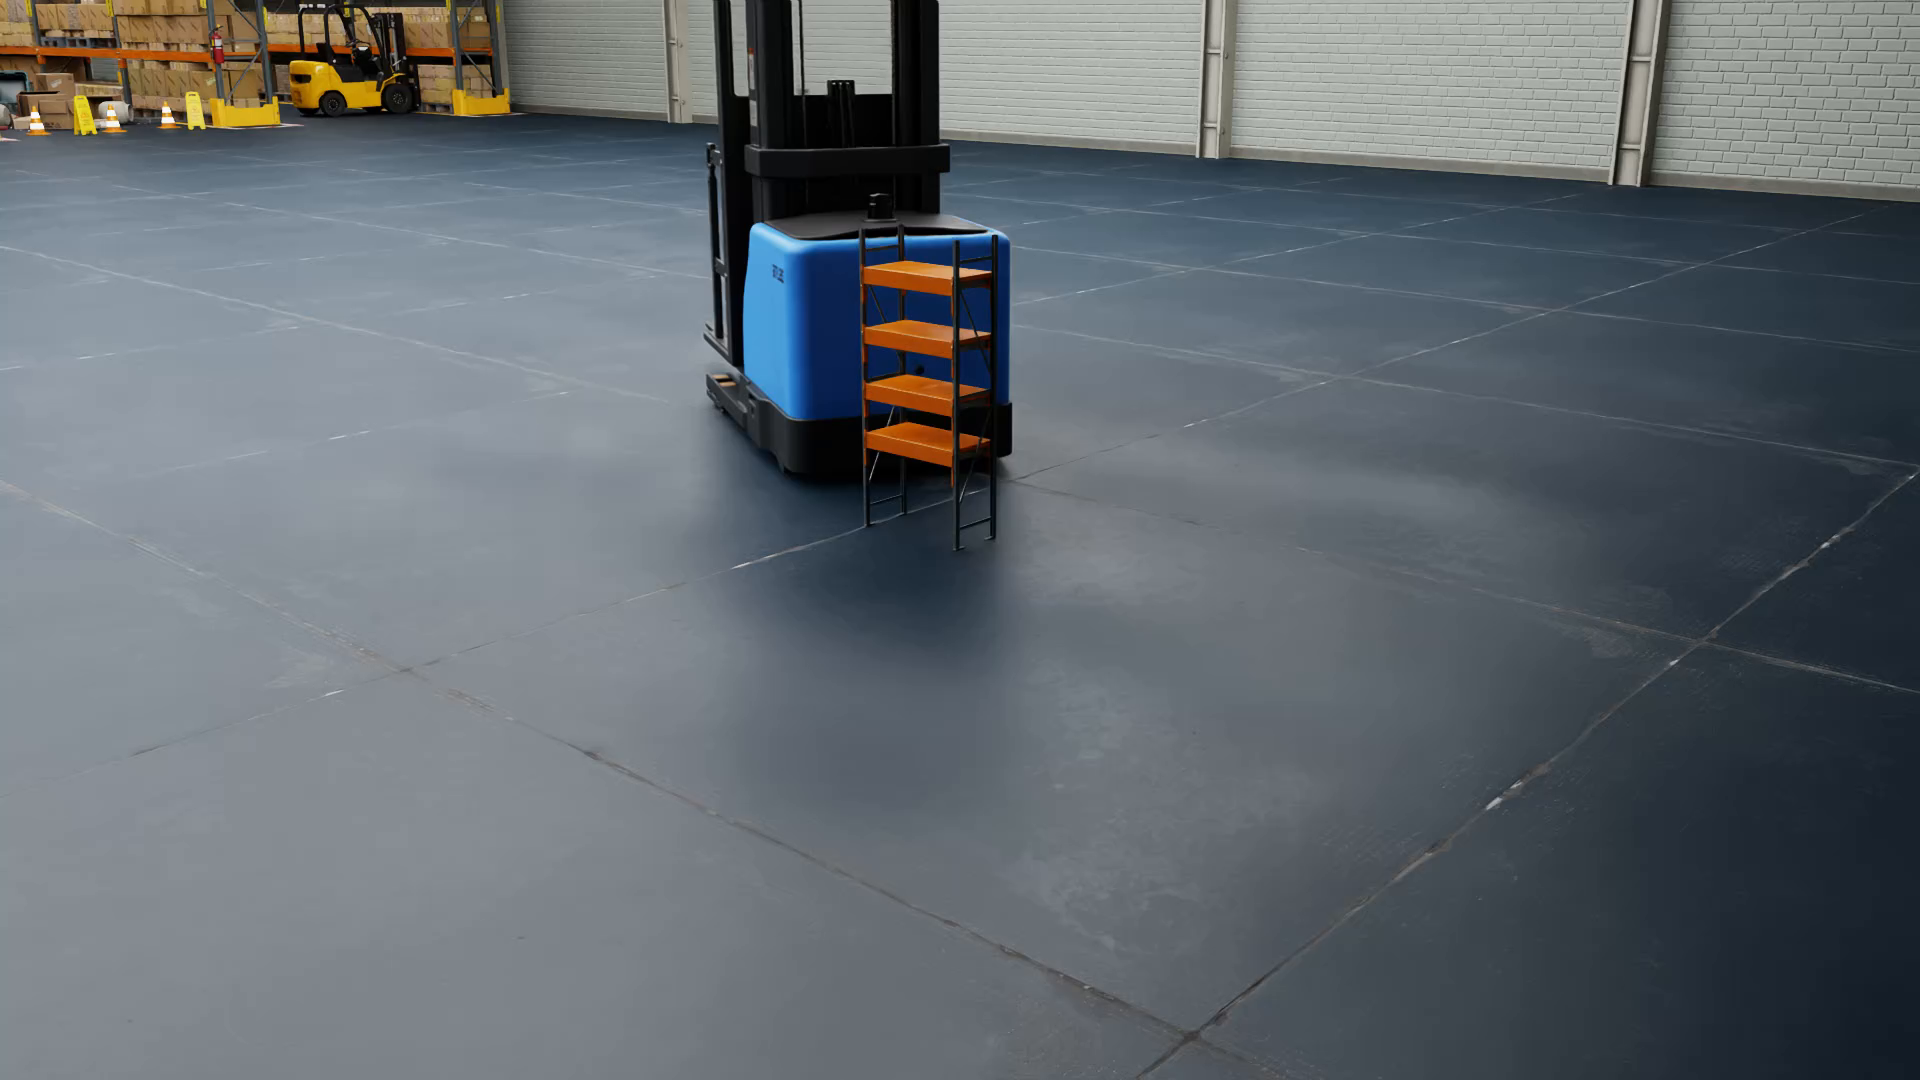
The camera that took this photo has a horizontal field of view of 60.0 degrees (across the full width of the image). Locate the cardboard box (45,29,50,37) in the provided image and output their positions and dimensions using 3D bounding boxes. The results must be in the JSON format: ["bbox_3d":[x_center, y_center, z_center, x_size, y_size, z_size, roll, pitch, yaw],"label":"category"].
[{"bbox_3d":[-19.037,-10.692,35.064,0.250,0.149,0.380,13,22,36],"label":"cardboard box"}]

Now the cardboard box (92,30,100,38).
[{"bbox_3d":[-17.135,-10.138,33.318,0.250,0.149,0.380,15,23,38],"label":"cardboard box"}]

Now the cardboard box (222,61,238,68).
[{"bbox_3d":[-17.746,-11.584,40.518,0.250,0.149,0.380,16,24,41],"label":"cardboard box"}]

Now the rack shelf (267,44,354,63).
[{"bbox_3d":[-14.369,-11.098,37.812,4.000,0.370,1.077,15,23,39],"label":"rack shelf"}]

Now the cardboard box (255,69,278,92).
[{"bbox_3d":[-16.324,-10.888,39.398,0.500,0.500,0.500,16,24,41],"label":"cardboard box"}]

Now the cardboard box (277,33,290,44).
[{"bbox_3d":[-15.322,-11.525,38.215,0.500,0.250,0.500,14,23,38],"label":"cardboard box"}]

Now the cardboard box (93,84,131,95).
[{"bbox_3d":[-17.099,-9.112,34.014,0.950,0.372,0.625,-17,24,-42],"label":"cardboard box"}]

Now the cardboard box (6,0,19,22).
[{"bbox_3d":[-20.106,-11.389,35.721,0.500,0.500,0.500,16,23,40],"label":"cardboard box"}]

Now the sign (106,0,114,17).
[{"bbox_3d":[-16.531,-10.341,32.324,0.005,0.325,0.100,15,23,39],"label":"sign"}]

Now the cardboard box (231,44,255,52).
[{"bbox_3d":[-13.290,-9.108,30.767,0.250,0.149,0.380,15,23,39],"label":"cardboard box"}]

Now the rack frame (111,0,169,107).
[{"bbox_3d":[-16.165,-9.916,32.897,0.127,3.000,1.000,15,23,39],"label":"rack frame"}]

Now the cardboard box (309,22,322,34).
[{"bbox_3d":[-14.178,-11.453,37.162,0.500,0.250,0.500,16,23,40],"label":"cardboard box"}]

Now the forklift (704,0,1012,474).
[{"bbox_3d":[-0.718,-2.094,8.365,1.130,2.935,3.031,-6,19,-18],"label":"forklift"}]

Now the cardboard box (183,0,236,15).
[{"bbox_3d":[-13.700,-9.832,30.323,0.500,0.500,0.700,14,23,38],"label":"cardboard box"}]

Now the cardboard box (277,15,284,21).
[{"bbox_3d":[-15.412,-11.970,38.132,0.250,0.149,0.380,16,24,41],"label":"cardboard box"}]

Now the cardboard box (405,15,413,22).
[{"bbox_3d":[-11.302,-10.852,34.608,0.250,0.149,0.380,15,23,40],"label":"cardboard box"}]

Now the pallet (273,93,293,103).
[{"bbox_3d":[-15.275,-10.339,38.842,1.213,0.211,1.003,15,23,39],"label":"pallet"}]

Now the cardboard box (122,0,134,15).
[{"bbox_3d":[-15.612,-10.337,31.914,0.500,0.500,0.700,15,23,40],"label":"cardboard box"}]

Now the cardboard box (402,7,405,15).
[{"bbox_3d":[-11.440,-11.066,34.792,0.250,0.149,0.380,15,23,40],"label":"cardboard box"}]

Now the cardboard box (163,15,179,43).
[{"bbox_3d":[-14.505,-9.552,31.093,0.500,0.500,0.500,15,23,39],"label":"cardboard box"}]

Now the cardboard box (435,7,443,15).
[{"bbox_3d":[-10.494,-10.802,33.960,0.250,0.149,0.380,15,23,39],"label":"cardboard box"}]

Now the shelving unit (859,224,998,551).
[{"bbox_3d":[-0.124,-0.605,6.535,0.503,1.200,0.258,15,23,39],"label":"shelving unit"}]

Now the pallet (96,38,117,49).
[{"bbox_3d":[-16.640,-10.011,33.514,1.213,0.211,1.003,15,23,39],"label":"pallet"}]

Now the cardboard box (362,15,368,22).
[{"bbox_3d":[-12.614,-11.221,35.773,0.250,0.149,0.380,16,23,41],"label":"cardboard box"}]

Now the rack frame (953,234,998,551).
[{"bbox_3d":[0.059,-0.556,6.381,0.015,1.200,0.240,15,23,39],"label":"rack frame"}]

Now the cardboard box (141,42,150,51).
[{"bbox_3d":[-15.538,-9.517,32.057,0.250,0.149,0.380,16,24,41],"label":"cardboard box"}]

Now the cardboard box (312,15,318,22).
[{"bbox_3d":[-14.251,-11.665,37.170,0.250,0.149,0.380,15,23,40],"label":"cardboard box"}]

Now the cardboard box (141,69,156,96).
[{"bbox_3d":[-15.494,-8.878,32.240,0.500,0.500,0.500,16,24,41],"label":"cardboard box"}]

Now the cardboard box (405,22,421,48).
[{"bbox_3d":[-11.189,-10.533,34.675,0.500,0.500,0.500,14,23,38],"label":"cardboard box"}]

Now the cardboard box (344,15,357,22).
[{"bbox_3d":[-13.276,-11.415,36.383,0.250,0.149,0.380,16,24,41],"label":"cardboard box"}]

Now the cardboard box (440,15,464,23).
[{"bbox_3d":[-10.326,-10.599,33.814,0.250,0.149,0.380,15,23,40],"label":"cardboard box"}]

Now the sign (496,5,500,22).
[{"bbox_3d":[-9.508,-10.811,34.157,0.005,0.325,0.100,15,23,39],"label":"sign"}]

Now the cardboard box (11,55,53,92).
[{"bbox_3d":[-20.282,-10.244,36.749,0.875,0.875,0.875,15,23,40],"label":"cardboard box"}]

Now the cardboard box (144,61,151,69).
[{"bbox_3d":[-15.463,-9.151,32.027,0.250,0.149,0.380,16,24,41],"label":"cardboard box"}]

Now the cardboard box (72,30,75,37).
[{"bbox_3d":[-18.012,-10.424,34.219,0.250,0.149,0.380,16,24,41],"label":"cardboard box"}]

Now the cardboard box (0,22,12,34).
[{"bbox_3d":[-20.470,-11.126,36.131,0.500,0.250,0.500,14,23,38],"label":"cardboard box"}]

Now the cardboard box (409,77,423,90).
[{"bbox_3d":[-11.221,-9.593,34.906,0.500,0.250,0.500,14,23,38],"label":"cardboard box"}]

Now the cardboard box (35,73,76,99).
[{"bbox_3d":[-17.324,-8.677,31.873,0.500,0.500,0.500,15,23,39],"label":"cardboard box"}]

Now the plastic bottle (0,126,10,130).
[{"bbox_3d":[-17.084,-7.335,29.624,0.133,0.061,0.283,7,19,21],"label":"plastic bottle"}]

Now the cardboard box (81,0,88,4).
[{"bbox_3d":[-17.405,-10.841,33.390,0.250,0.149,0.380,14,22,37],"label":"cardboard box"}]

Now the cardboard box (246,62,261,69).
[{"bbox_3d":[-16.795,-11.313,39.666,0.250,0.149,0.380,14,22,37],"label":"cardboard box"}]

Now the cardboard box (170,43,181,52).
[{"bbox_3d":[-14.598,-9.261,31.248,0.250,0.149,0.380,15,23,39],"label":"cardboard box"}]

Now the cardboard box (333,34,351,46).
[{"bbox_3d":[-13.423,-11.010,36.593,0.500,0.250,0.500,16,23,40],"label":"cardboard box"}]

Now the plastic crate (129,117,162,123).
[{"bbox_3d":[-15.535,-8.023,31.761,0.583,0.080,0.402,7,19,21],"label":"plastic crate"}]

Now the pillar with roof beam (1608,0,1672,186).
[{"bbox_3d":[5.289,-7.647,15.830,0.400,9.000,9.100,15,23,39],"label":"pillar with roof beam"}]

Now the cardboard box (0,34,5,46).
[{"bbox_3d":[-20.866,-10.990,36.530,0.500,0.250,0.500,15,23,38],"label":"cardboard box"}]

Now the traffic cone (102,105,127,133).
[{"bbox_3d":[-14.833,-7.379,29.096,0.334,0.463,0.336,15,23,39],"label":"traffic cone"}]

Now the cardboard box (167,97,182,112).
[{"bbox_3d":[-14.733,-8.313,31.699,0.500,0.250,0.500,14,22,37],"label":"cardboard box"}]

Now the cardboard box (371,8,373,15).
[{"bbox_3d":[-12.379,-11.326,35.611,0.250,0.149,0.380,14,23,38],"label":"cardboard box"}]

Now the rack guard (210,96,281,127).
[{"bbox_3d":[-13.230,-7.936,30.793,0.348,0.500,1.175,15,23,39],"label":"rack guard"}]

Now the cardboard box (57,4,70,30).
[{"bbox_3d":[-18.178,-10.758,34.199,0.500,0.500,0.500,16,23,40],"label":"cardboard box"}]
